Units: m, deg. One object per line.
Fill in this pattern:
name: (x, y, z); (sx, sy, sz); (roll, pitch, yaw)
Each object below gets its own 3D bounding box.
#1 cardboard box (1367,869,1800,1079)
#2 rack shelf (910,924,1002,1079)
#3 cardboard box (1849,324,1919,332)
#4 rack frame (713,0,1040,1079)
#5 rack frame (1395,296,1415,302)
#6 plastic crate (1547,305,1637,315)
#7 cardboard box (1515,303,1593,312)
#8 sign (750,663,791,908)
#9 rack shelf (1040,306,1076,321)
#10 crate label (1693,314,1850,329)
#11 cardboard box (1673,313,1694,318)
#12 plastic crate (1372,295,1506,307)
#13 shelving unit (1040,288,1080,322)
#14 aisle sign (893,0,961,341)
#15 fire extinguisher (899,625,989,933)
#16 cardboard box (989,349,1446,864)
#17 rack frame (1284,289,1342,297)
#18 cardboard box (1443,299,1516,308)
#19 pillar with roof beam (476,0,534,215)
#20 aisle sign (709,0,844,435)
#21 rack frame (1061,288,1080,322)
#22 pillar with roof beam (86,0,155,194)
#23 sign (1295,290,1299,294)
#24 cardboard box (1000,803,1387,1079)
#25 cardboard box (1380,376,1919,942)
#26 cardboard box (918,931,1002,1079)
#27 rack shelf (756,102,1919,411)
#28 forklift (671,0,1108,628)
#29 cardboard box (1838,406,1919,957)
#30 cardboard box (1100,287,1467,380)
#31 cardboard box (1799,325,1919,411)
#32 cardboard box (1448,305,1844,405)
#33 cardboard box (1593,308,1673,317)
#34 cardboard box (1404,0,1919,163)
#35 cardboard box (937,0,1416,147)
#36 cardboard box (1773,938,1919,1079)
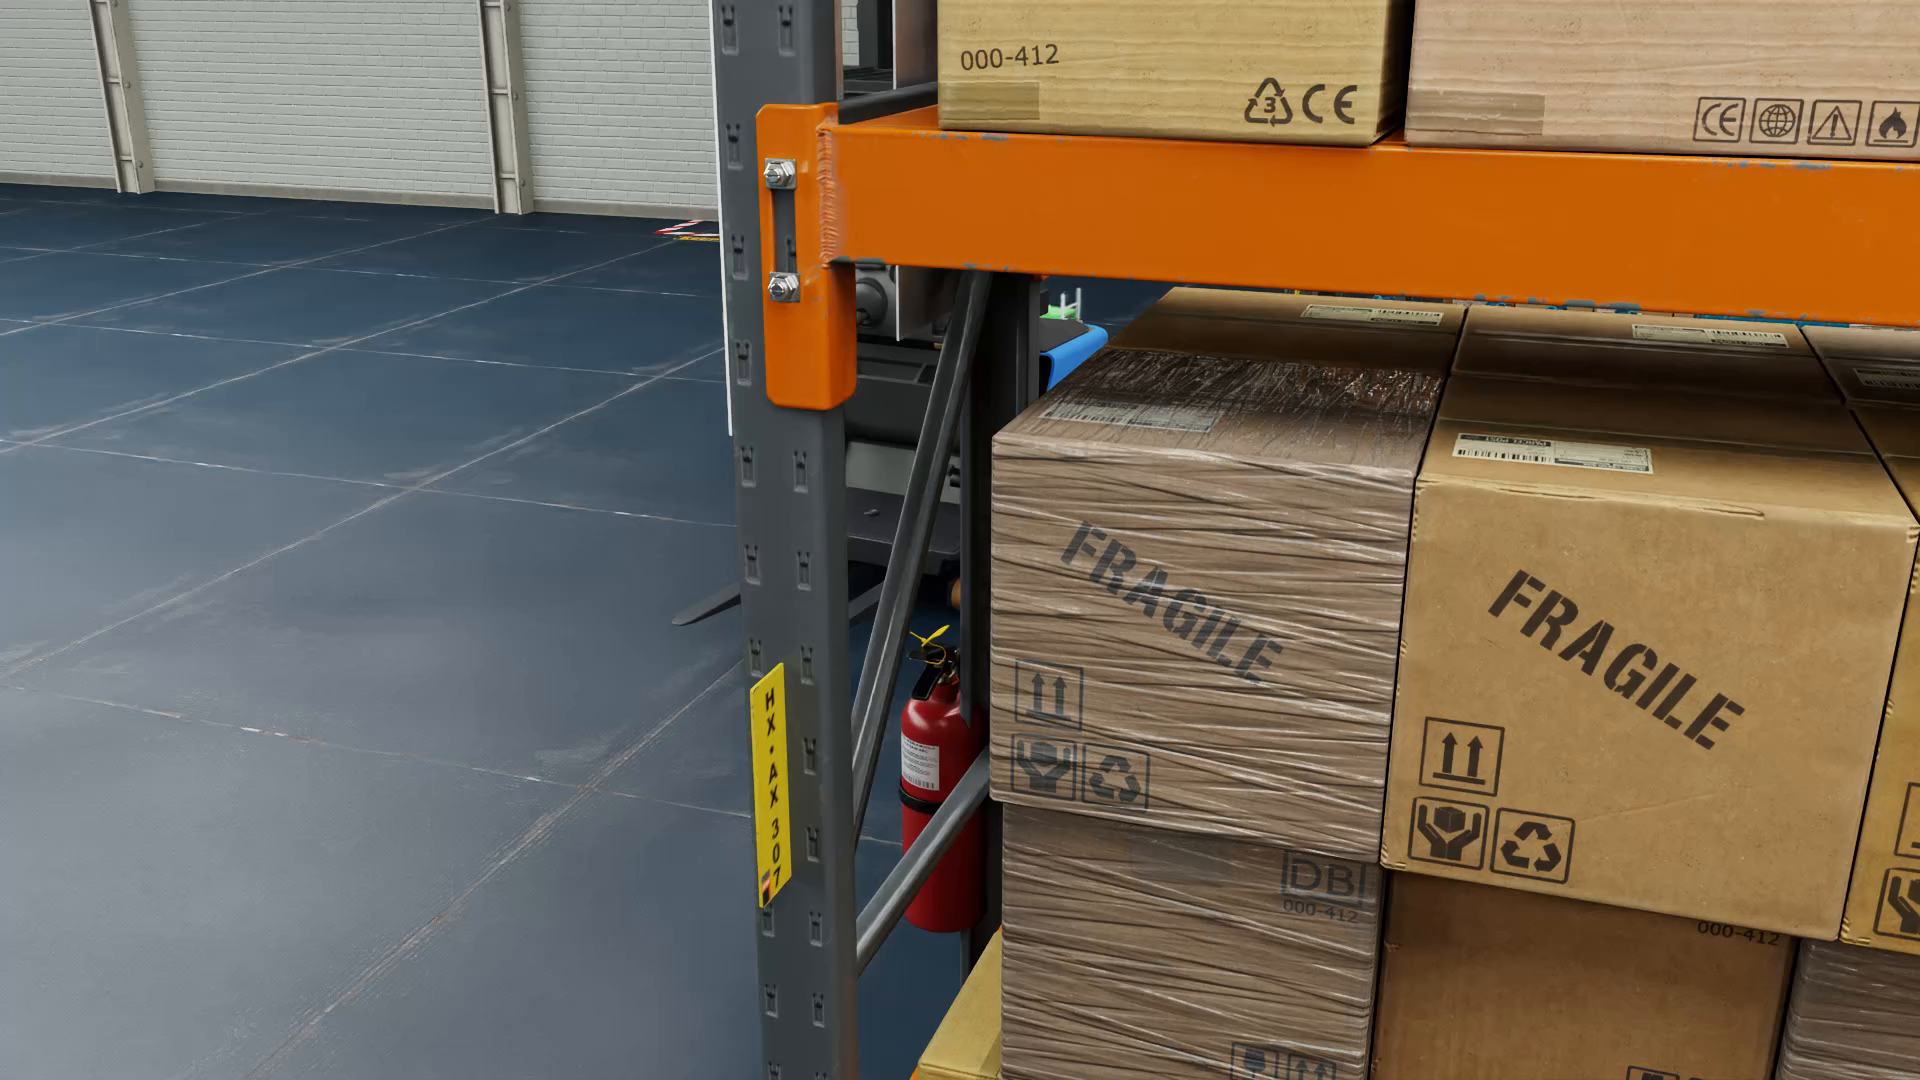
cardboard box: (0.947, 0.469, 2.569); (0.500, 0.500, 0.875); (7, 20, 18)
rack shelf: (1.814, 1.128, 2.376); (4.000, 0.370, 1.077); (7, 20, 18)
cardboard box: (5.979, -1.369, 10.847); (0.500, 0.500, 0.500); (7, 20, 18)
rack frame: (-0.077, 0.573, 2.874); (0.053, 2.616, 0.949); (7, 20, 18)
rack frame: (3.179, -2.507, 11.712); (0.127, 3.000, 1.000); (7, 20, 18)
plastic crate: (2.732, -0.864, 7.225); (0.408, 0.251, 0.499); (7, 20, 18)
cardboard box: (4.085, -1.581, 11.454); (0.500, 0.500, 0.500); (7, 20, 18)
sign: (-0.254, 0.332, 2.250); (0.005, 0.325, 0.100); (7, 20, 18)
rack shelf: (0.415, -1.281, 9.657); (0.480, 0.148, 0.258); (10, 20, 26)
crate label: (3.377, -0.870, 6.960); (0.616, 0.435, 0.502); (7, 20, 18)
cardboard box: (5.028, -1.471, 11.140); (0.500, 0.500, 0.500); (7, 20, 18)
plastic crate: (2.121, -0.936, 7.431); (0.616, 0.251, 0.499); (7, 20, 18)
shelving unit: (0.412, -0.886, 9.788); (0.503, 1.200, 0.258); (10, 20, 26)
aisle sign: (-0.036, -0.755, 2.736); (0.004, 0.787, 0.394); (7, 20, 18)
fire extinguisher: (-0.033, 0.453, 3.336); (0.183, 0.674, 0.296); (7, 20, 18)
cardboard box: (0.354, 0.057, 2.233); (0.500, 0.500, 0.500); (7, 20, 18)
rack frame: (1.550, -0.968, 7.295); (0.127, 3.000, 1.000); (7, 20, 18)
cardboard box: (3.783, -1.796, 12.071); (0.500, 0.500, 0.500); (7, 20, 18)
pillar with roof beam: (-7.002, -7.032, 15.578); (0.400, 9.000, 9.100); (7, 20, 18)
aisle sign: (-0.233, -0.569, 2.201); (0.004, 0.787, 0.394); (7, 20, 18)
rack frame: (0.629, -0.849, 9.683); (0.015, 1.200, 0.240); (10, 20, 26)
pillar with roof beam: (-12.670, -7.680, 17.437); (0.400, 9.000, 9.100); (7, 20, 18)
sign: (1.365, -0.928, 6.760); (0.005, 0.325, 0.100); (7, 20, 18)
cardboard box: (0.435, 0.453, 2.617); (0.500, 0.500, 0.875); (7, 20, 18)
cardboard box: (0.824, 0.113, 2.072); (0.500, 0.500, 0.500); (7, 20, 18)
cardboard box: (0.115, 0.796, 2.617); (0.250, 0.149, 0.380); (7, 20, 18)
rack shelf: (1.814, -0.288, 1.882); (4.000, 0.370, 1.077); (7, 20, 18)
forklift: (-0.288, -1.200, 8.066); (1.130, 2.935, 3.031); (10, 21, 26)
cardboard box: (1.297, 0.167, 1.919); (0.500, 0.500, 0.500); (7, 20, 18)
cardboard box: (0.525, -0.105, 2.697); (0.500, 0.500, 0.500); (7, 20, 18)
cardboard box: (1.471, 0.002, 2.390); (0.500, 0.500, 0.500); (7, 20, 18)
cardboard box: (0.999, -0.053, 2.547); (0.500, 0.500, 0.500); (7, 20, 18)
cardboard box: (4.562, -1.531, 11.311); (0.500, 0.500, 0.500); (7, 20, 18)
cardboard box: (0.784, -0.587, 1.874); (0.500, 0.250, 0.500); (6, 20, 17)
cardboard box: (0.295, -0.641, 2.028); (0.500, 0.250, 0.500); (7, 20, 20)
cardboard box: (1.405, 0.537, 2.375); (0.500, 0.500, 0.875); (7, 20, 18)
